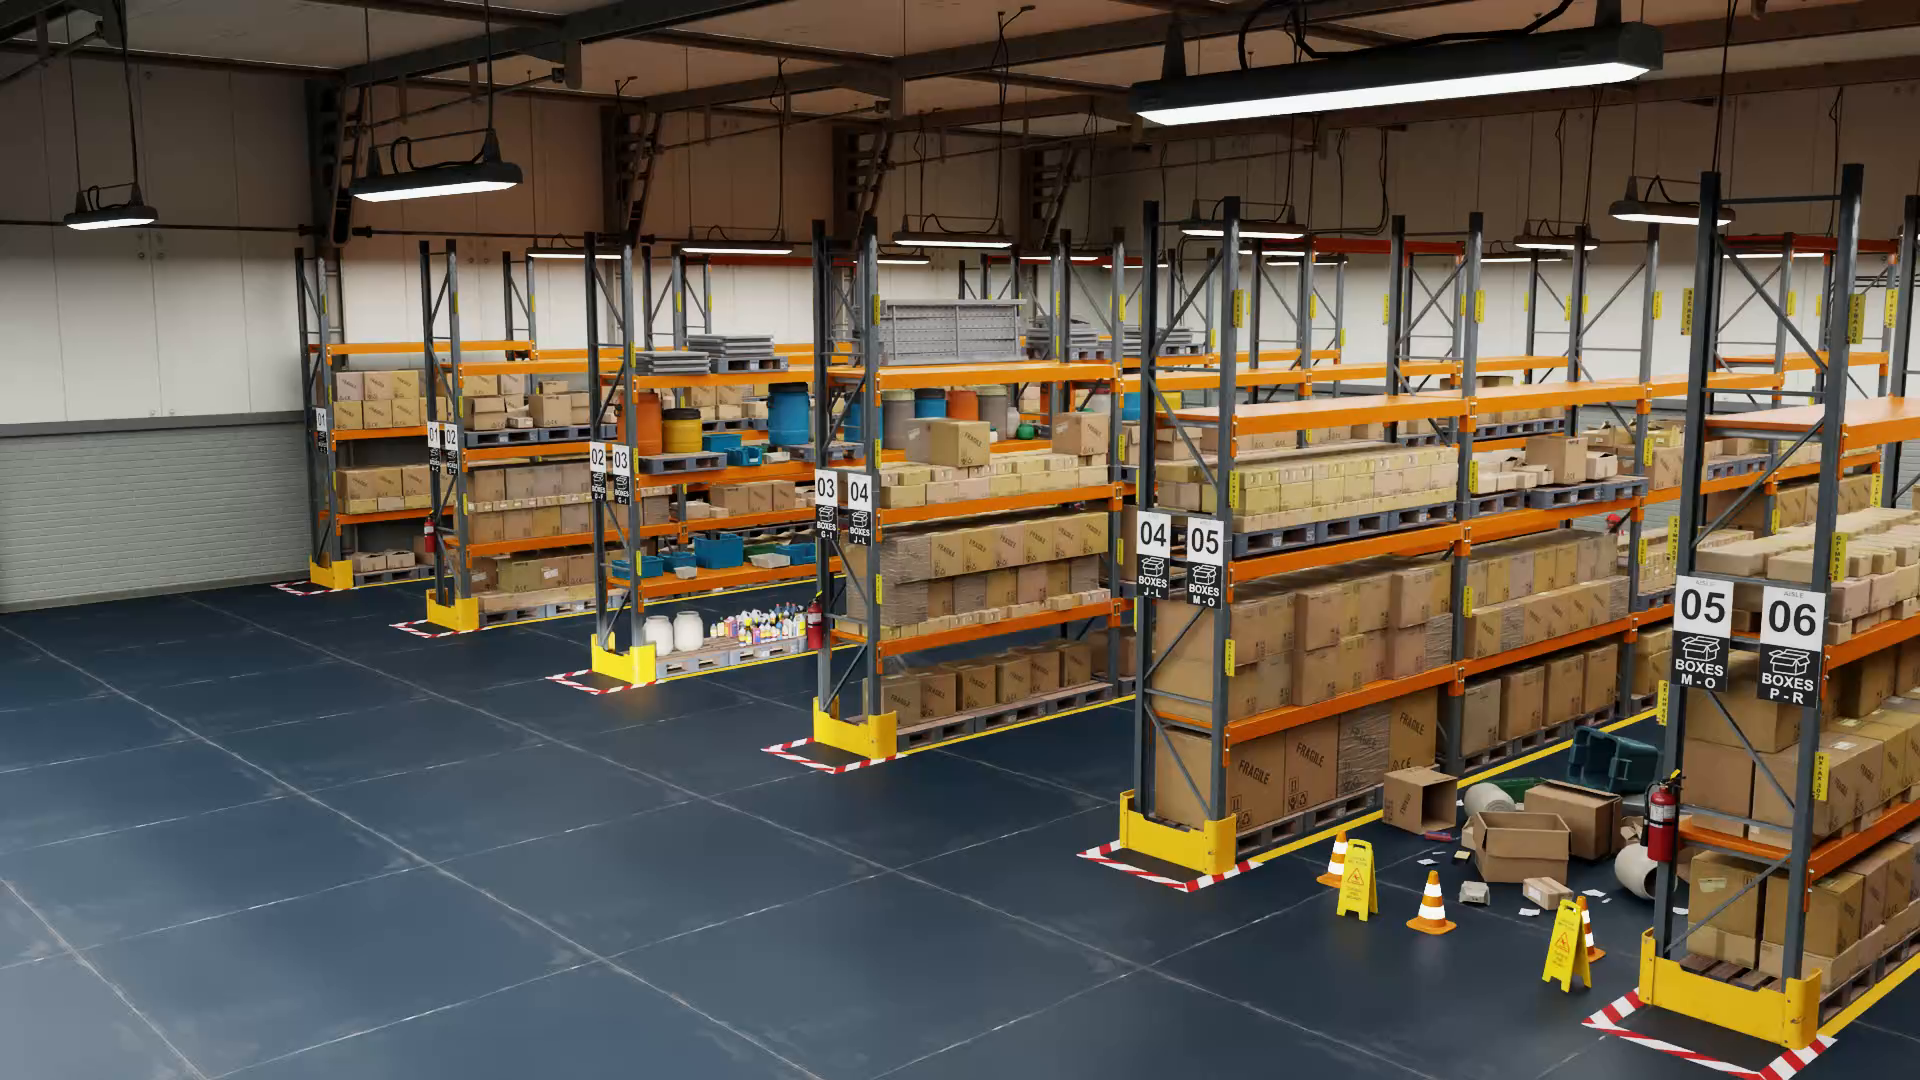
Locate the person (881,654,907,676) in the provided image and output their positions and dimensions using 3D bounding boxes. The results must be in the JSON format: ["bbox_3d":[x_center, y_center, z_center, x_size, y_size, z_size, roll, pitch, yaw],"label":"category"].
[{"bbox_3d":[-0.941,1.135,21.578,0.831,1.780,0.693,-7,11,-41],"label":"person"}]

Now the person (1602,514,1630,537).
[{"bbox_3d":[10.202,0.481,25.935,0.826,1.815,0.616,-8,11,-43],"label":"person"}]
